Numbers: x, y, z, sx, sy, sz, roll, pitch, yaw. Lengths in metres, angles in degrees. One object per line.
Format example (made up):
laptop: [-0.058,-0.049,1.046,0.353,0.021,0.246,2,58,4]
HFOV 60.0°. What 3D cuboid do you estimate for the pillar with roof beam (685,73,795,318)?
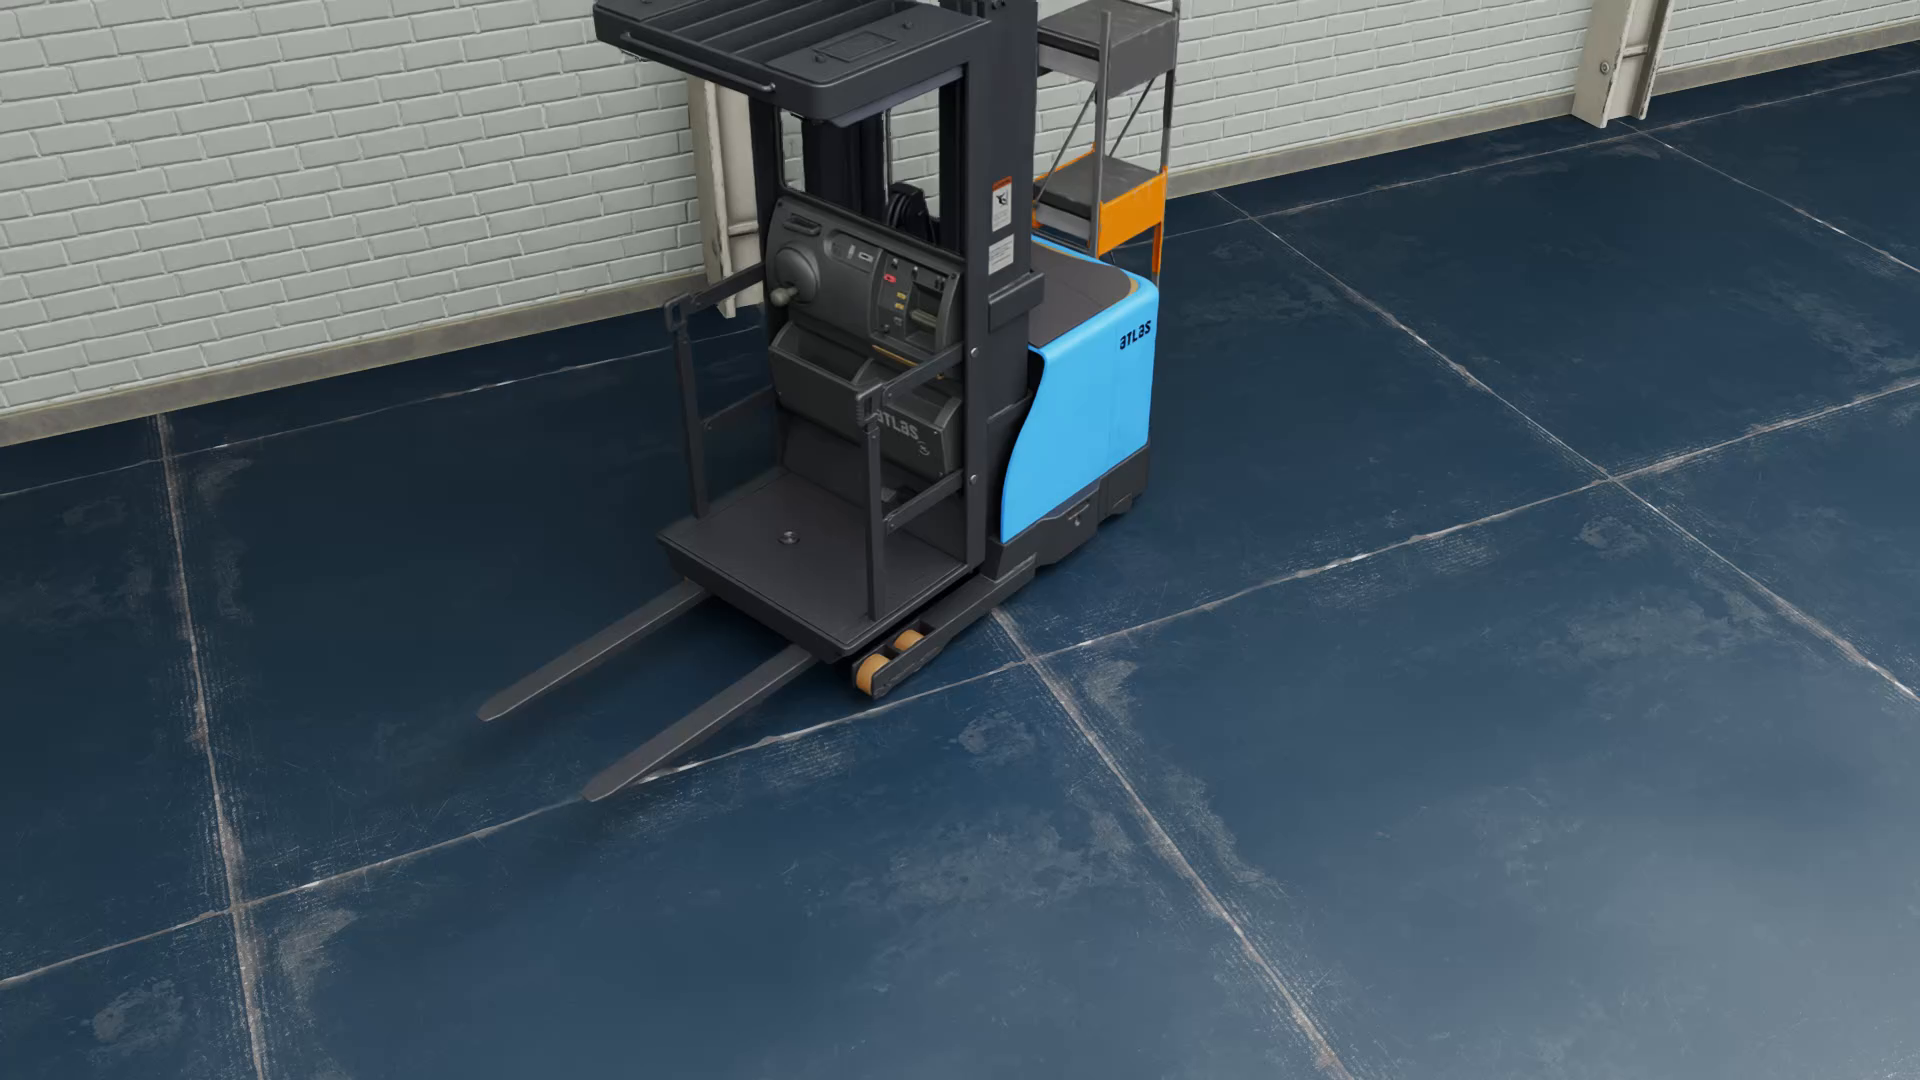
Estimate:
pillar with roof beam: [0.699,-2.602,3.204,0.400,9.000,9.100,-16,39,-20]

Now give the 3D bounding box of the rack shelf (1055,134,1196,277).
rack shelf: [0.737,-1.453,7.469,0.431,0.518,0.480,24,43,29]

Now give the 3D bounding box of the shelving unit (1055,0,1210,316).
shelving unit: [0.737,-1.463,7.461,0.431,2.100,0.503,24,43,29]

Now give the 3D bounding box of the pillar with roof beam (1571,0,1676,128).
pillar with roof beam: [6.131,-4.120,5.251,0.400,9.000,9.100,-16,39,-20]

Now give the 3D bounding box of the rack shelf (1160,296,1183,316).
rack shelf: [0.737,-0.890,7.886,0.431,0.518,0.480,24,43,29]

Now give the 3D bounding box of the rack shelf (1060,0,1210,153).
rack shelf: [0.737,-2.015,7.052,0.431,0.518,0.480,24,43,29]

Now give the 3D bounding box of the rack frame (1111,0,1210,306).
rack frame: [0.883,-1.580,7.618,0.400,2.100,0.015,24,43,29]

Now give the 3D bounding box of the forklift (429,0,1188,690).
forklift: [-0.617,-1.042,6.194,3.031,2.935,1.130,-17,40,-22]

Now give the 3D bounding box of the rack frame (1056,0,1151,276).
rack frame: [0.592,-1.347,7.303,0.400,2.100,0.015,24,43,29]
